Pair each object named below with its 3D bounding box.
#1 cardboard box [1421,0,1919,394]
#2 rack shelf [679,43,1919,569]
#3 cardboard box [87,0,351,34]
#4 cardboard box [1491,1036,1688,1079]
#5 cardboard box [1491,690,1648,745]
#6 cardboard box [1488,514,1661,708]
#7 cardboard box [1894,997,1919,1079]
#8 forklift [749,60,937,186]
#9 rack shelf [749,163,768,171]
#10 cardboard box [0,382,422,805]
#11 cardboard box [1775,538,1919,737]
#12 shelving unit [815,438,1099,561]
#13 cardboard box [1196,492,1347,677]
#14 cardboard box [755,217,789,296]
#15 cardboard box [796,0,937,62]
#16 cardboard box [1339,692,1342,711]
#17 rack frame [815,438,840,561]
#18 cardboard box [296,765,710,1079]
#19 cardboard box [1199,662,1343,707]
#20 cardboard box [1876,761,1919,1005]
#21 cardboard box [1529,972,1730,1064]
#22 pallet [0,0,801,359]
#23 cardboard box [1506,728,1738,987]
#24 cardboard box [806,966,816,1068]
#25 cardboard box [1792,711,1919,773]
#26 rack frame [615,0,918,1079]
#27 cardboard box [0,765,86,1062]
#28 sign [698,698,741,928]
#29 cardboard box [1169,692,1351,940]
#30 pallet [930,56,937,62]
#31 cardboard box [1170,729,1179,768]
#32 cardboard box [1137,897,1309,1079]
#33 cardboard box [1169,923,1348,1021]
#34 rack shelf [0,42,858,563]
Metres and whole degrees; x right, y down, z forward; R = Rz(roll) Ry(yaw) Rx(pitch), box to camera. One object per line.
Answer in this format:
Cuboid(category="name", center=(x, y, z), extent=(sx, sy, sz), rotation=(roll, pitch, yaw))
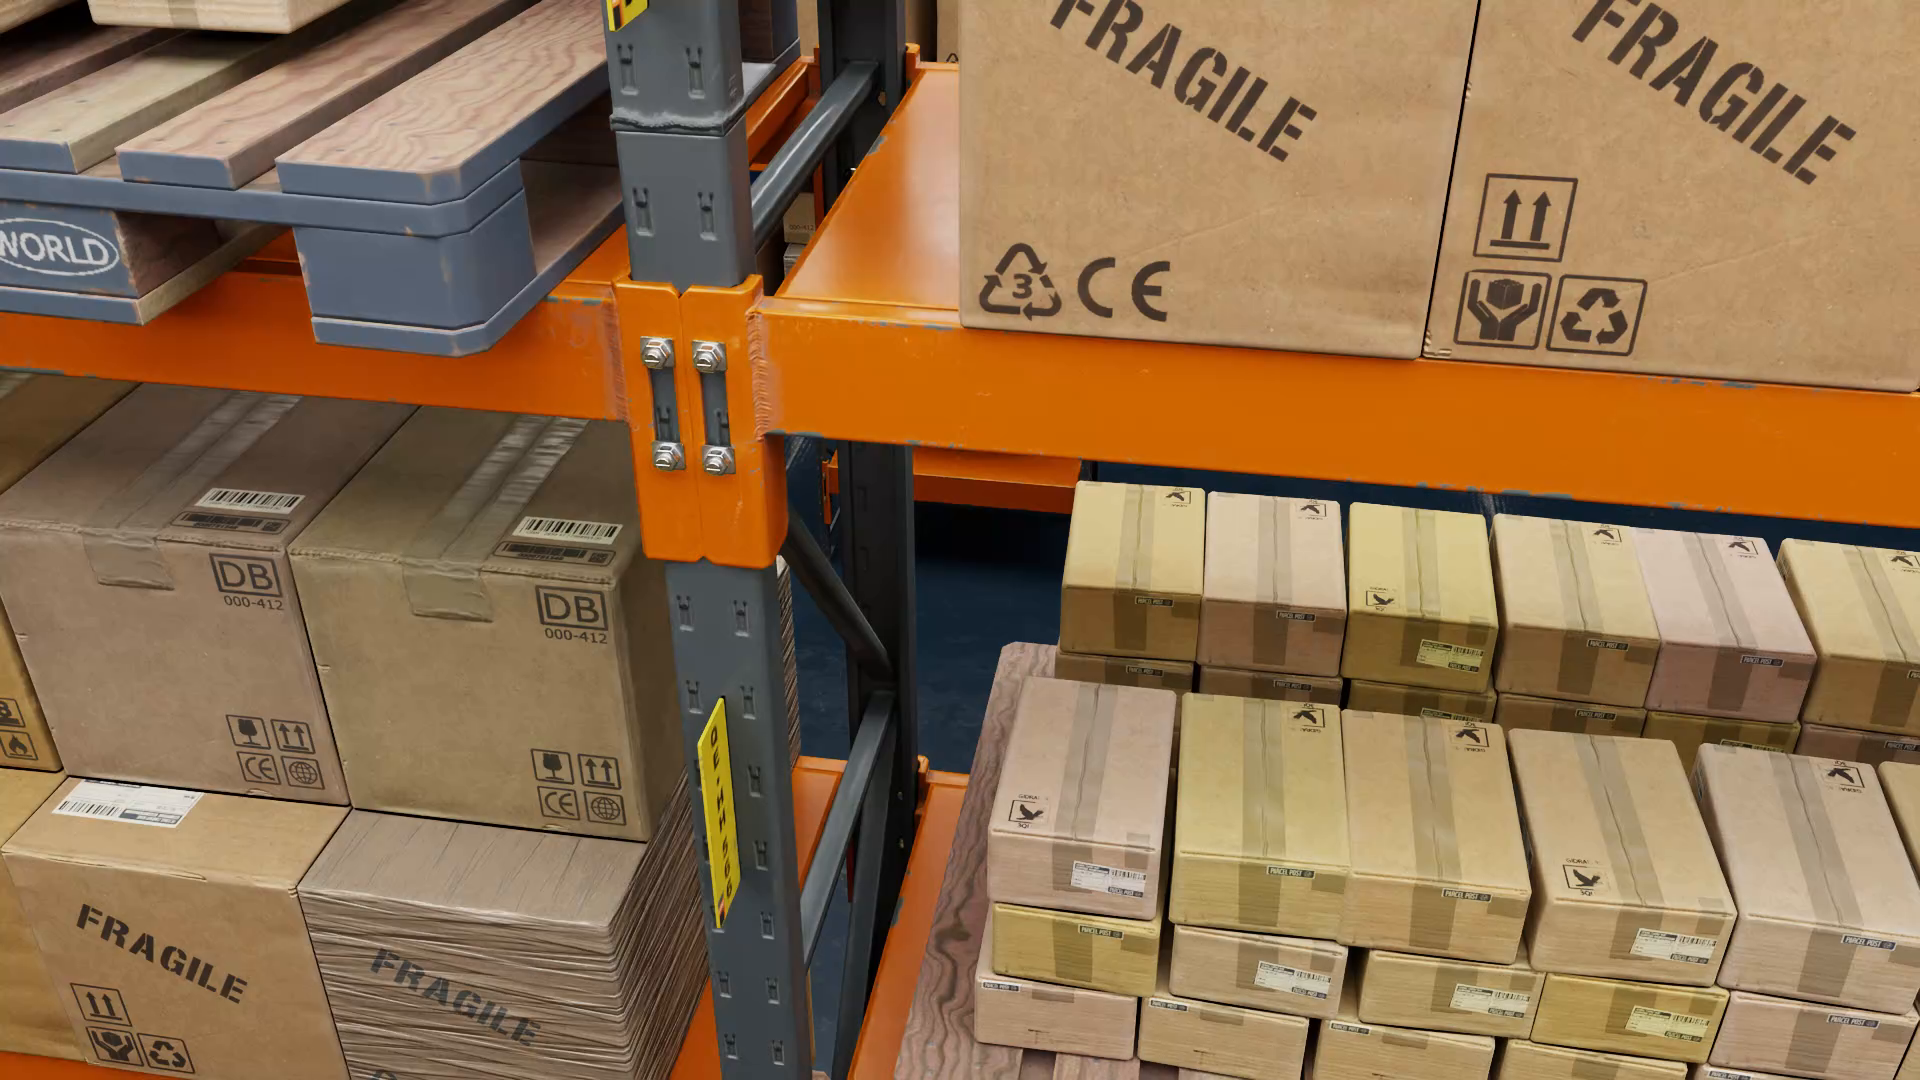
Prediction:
Cuboid(category="cardboard box", center=(0.780, -0.511, 1.819), extent=(0.500, 0.500, 0.500), rotation=(5, 32, 8))
Cuboid(category="rack shelf", center=(1.739, -0.217, 2.120), extent=(4.000, 0.370, 1.077), rotation=(5, 32, 8))
Cuboid(category="cardboard box", center=(-0.860, -0.760, 2.040), extent=(0.250, 0.166, 0.380), rotation=(5, 32, 8))
Cuboid(category="cardboard box", center=(0.971, 0.716, 2.619), extent=(0.250, 0.149, 0.380), rotation=(7, 33, 10))
Cuboid(category="cardboard box", center=(1.101, 0.247, 3.088), extent=(0.250, 0.149, 0.380), rotation=(5, 32, 8))
Cuboid(category="cardboard box", center=(1.097, 0.120, 3.011), extent=(0.250, 0.149, 0.380), rotation=(6, 33, 10))
Cuboid(category="cardboard box", center=(1.480, 0.636, 2.467), extent=(0.250, 0.149, 0.380), rotation=(5, 32, 8))
Cuboid(category="forklift", center=(0.016, -2.881, 8.590), extent=(3.031, 2.935, 1.130), rotation=(5, 32, 9))
Cuboid(category="rack shelf", center=(-1.270, -1.887, 7.616), extent=(4.000, 0.370, 1.077), rotation=(5, 32, 8))
Cuboid(category="cardboard box", center=(-1.172, 0.015, 2.862), extent=(0.500, 0.500, 0.700), rotation=(5, 32, 8))
Cuboid(category="cardboard box", center=(1.602, 0.168, 2.934), extent=(0.250, 0.149, 0.380), rotation=(7, 33, 11))
Cuboid(category="shelving unit", center=(0.007, -0.476, 6.451), extent=(1.048, 1.125, 0.538), rotation=(5, 32, 8))
Cuboid(category="cardboard box", center=(0.575, 0.075, 3.083), extent=(0.250, 0.149, 0.380), rotation=(5, 32, 8))
Cuboid(category="cardboard box", center=(-1.071, -1.280, 7.909), extent=(0.500, 0.500, 0.700), rotation=(8, 33, 12))
Cuboid(category="cardboard box", center=(-0.405, -2.259, 7.042), extent=(0.500, 0.500, 0.700), rotation=(10, 33, 15))
Cuboid(category="cardboard box", center=(0.829, 0.349, 3.206), extent=(0.250, 0.149, 0.380), rotation=(6, 32, 9))
Cuboid(category="rack frame", center=(-0.494, -0.522, 6.523), extent=(0.032, 1.125, 0.500), rotation=(5, 32, 8))
Cuboid(category="cardboard box", center=(-0.722, 0.629, 2.823), extent=(0.500, 0.500, 0.500), rotation=(5, 32, 8))
Cuboid(category="cardboard box", center=(0.594, 0.203, 3.160), extent=(0.250, 0.149, 0.380), rotation=(6, 33, 10))
Cuboid(category="cardboard box", center=(1.486, 0.507, 2.394), extent=(0.250, 0.149, 0.380), rotation=(6, 33, 10))
Cuboid(category="cardboard box", center=(0.990, 0.589, 2.542), extent=(0.250, 0.149, 0.380), rotation=(5, 32, 8))
Cuboid(category="pallet", center=(-0.876, -0.650, 2.312), extent=(1.003, 0.211, 1.213), rotation=(7, 33, 10))
Cuboid(category="cardboard box", center=(0.958, 0.461, 2.467), extent=(0.250, 0.149, 0.380), rotation=(4, 32, 6))
Cuboid(category="cardboard box", center=(-0.818, 1.246, 3.658), extent=(0.750, 0.750, 1.050), rotation=(5, 32, 8))
Cuboid(category="cardboard box", center=(1.603, 0.294, 3.014), extent=(0.250, 0.149, 0.380), rotation=(6, 33, 9))
Cuboid(category="rack frame", center=(-0.232, 0.571, 3.010), extent=(0.127, 3.000, 1.000), rotation=(5, 32, 8))
Cuboid(category="cardboard box", center=(-1.706, 0.539, 2.967), extent=(0.500, 0.500, 0.500), rotation=(5, 32, 7))
Cuboid(category="sign", center=(-0.323, 0.371, 2.239), extent=(0.005, 0.325, 0.100), rotation=(5, 32, 8))
Cuboid(category="cardboard box", center=(0.456, 0.413, 2.544), extent=(0.250, 0.149, 0.380), rotation=(4, 32, 7))
Cuboid(category="pallet", center=(-0.019, -1.940, 7.204), extent=(1.003, 0.211, 1.213), rotation=(5, 32, 8))
Cuboid(category="cardboard box", center=(0.331, 0.303, 3.279), extent=(0.250, 0.149, 0.380), rotation=(6, 32, 9))
Cuboid(category="cardboard box", center=(0.439, 0.669, 2.694), extent=(0.250, 0.149, 0.380), rotation=(7, 33, 11))
Cuboid(category="cardboard box", center=(0.478, 0.545, 2.613), extent=(0.250, 0.149, 0.380), rotation=(7, 33, 11))
Cuboid(category="rack shelf", center=(-2.204, -0.574, 2.690), extent=(4.000, 0.370, 1.077), rotation=(5, 32, 8))
